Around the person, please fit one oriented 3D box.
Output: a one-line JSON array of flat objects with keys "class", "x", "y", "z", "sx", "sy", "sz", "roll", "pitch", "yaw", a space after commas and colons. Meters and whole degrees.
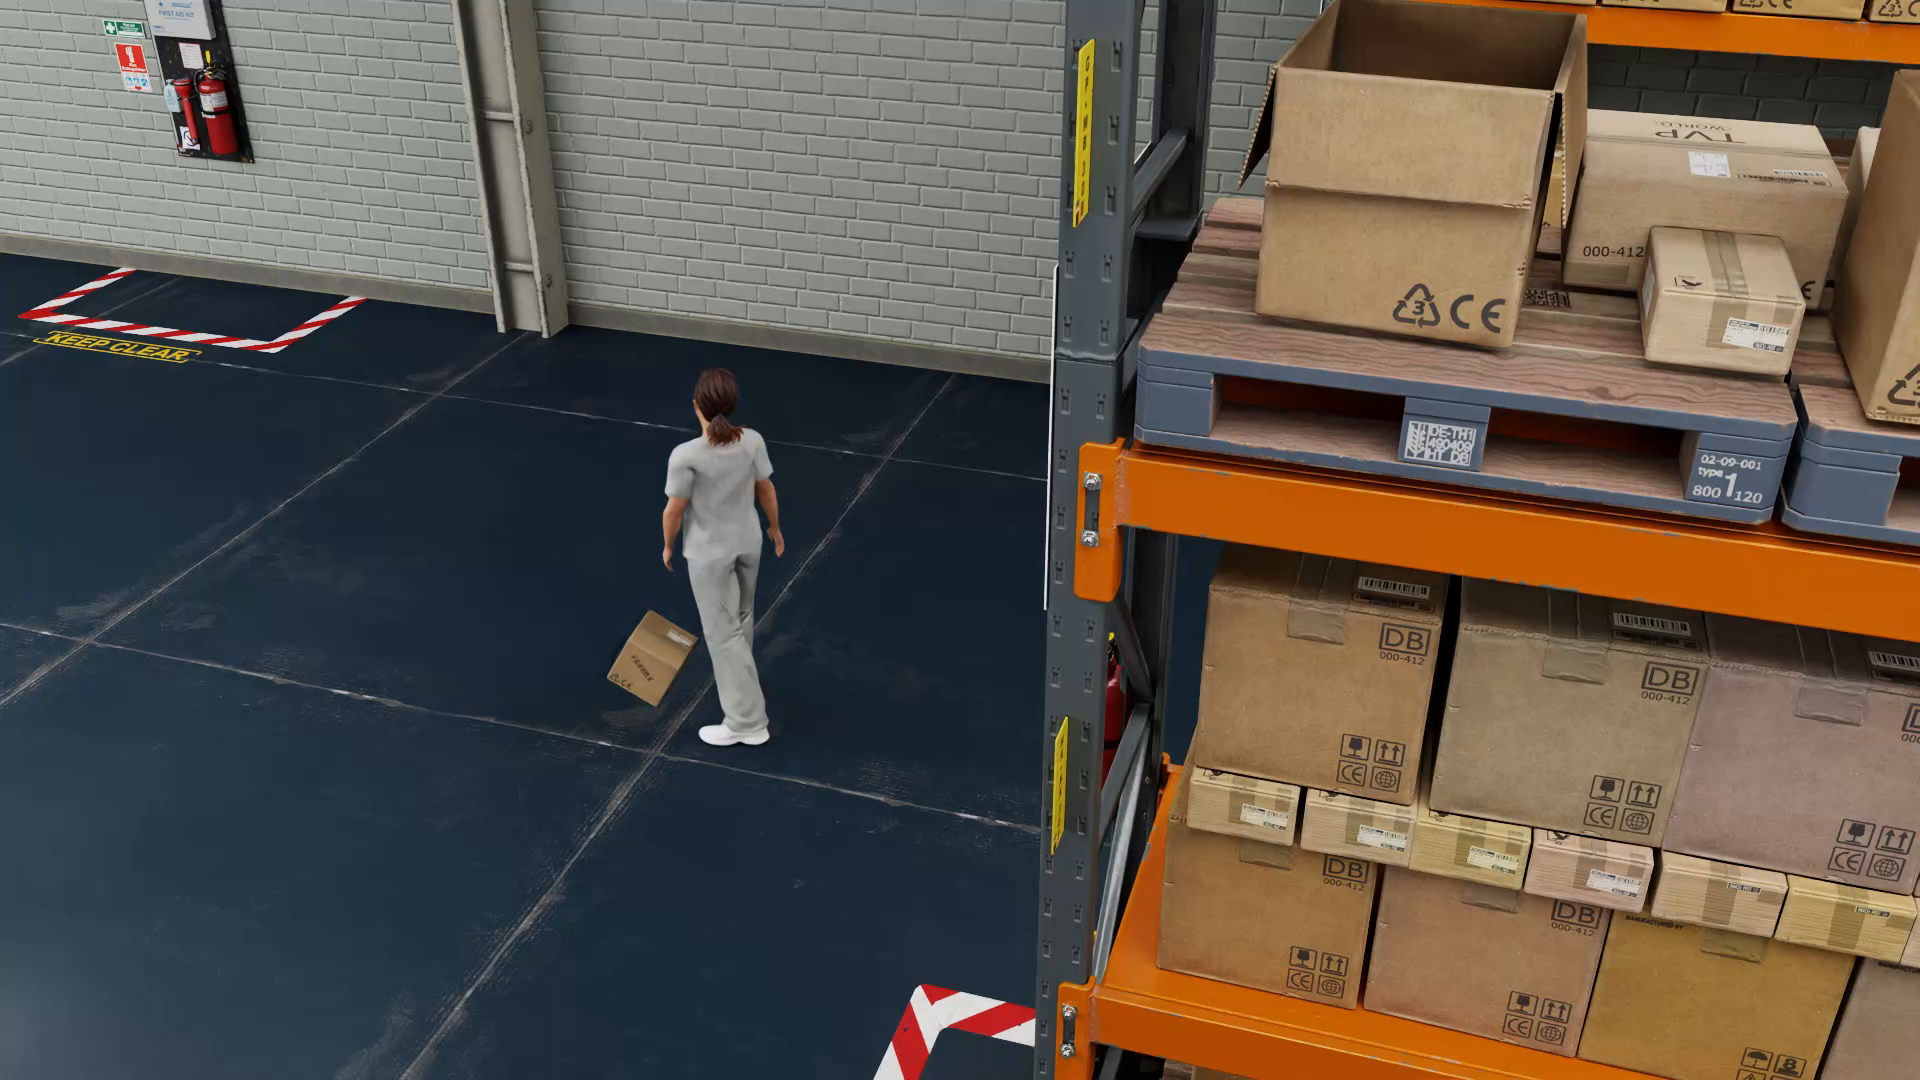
[{"class": "person", "x": -0.980, "y": 0.044, "z": 7.056, "sx": 0.541, "sy": 1.666, "sz": 0.643, "roll": -20, "pitch": 35, "yaw": -31}]
